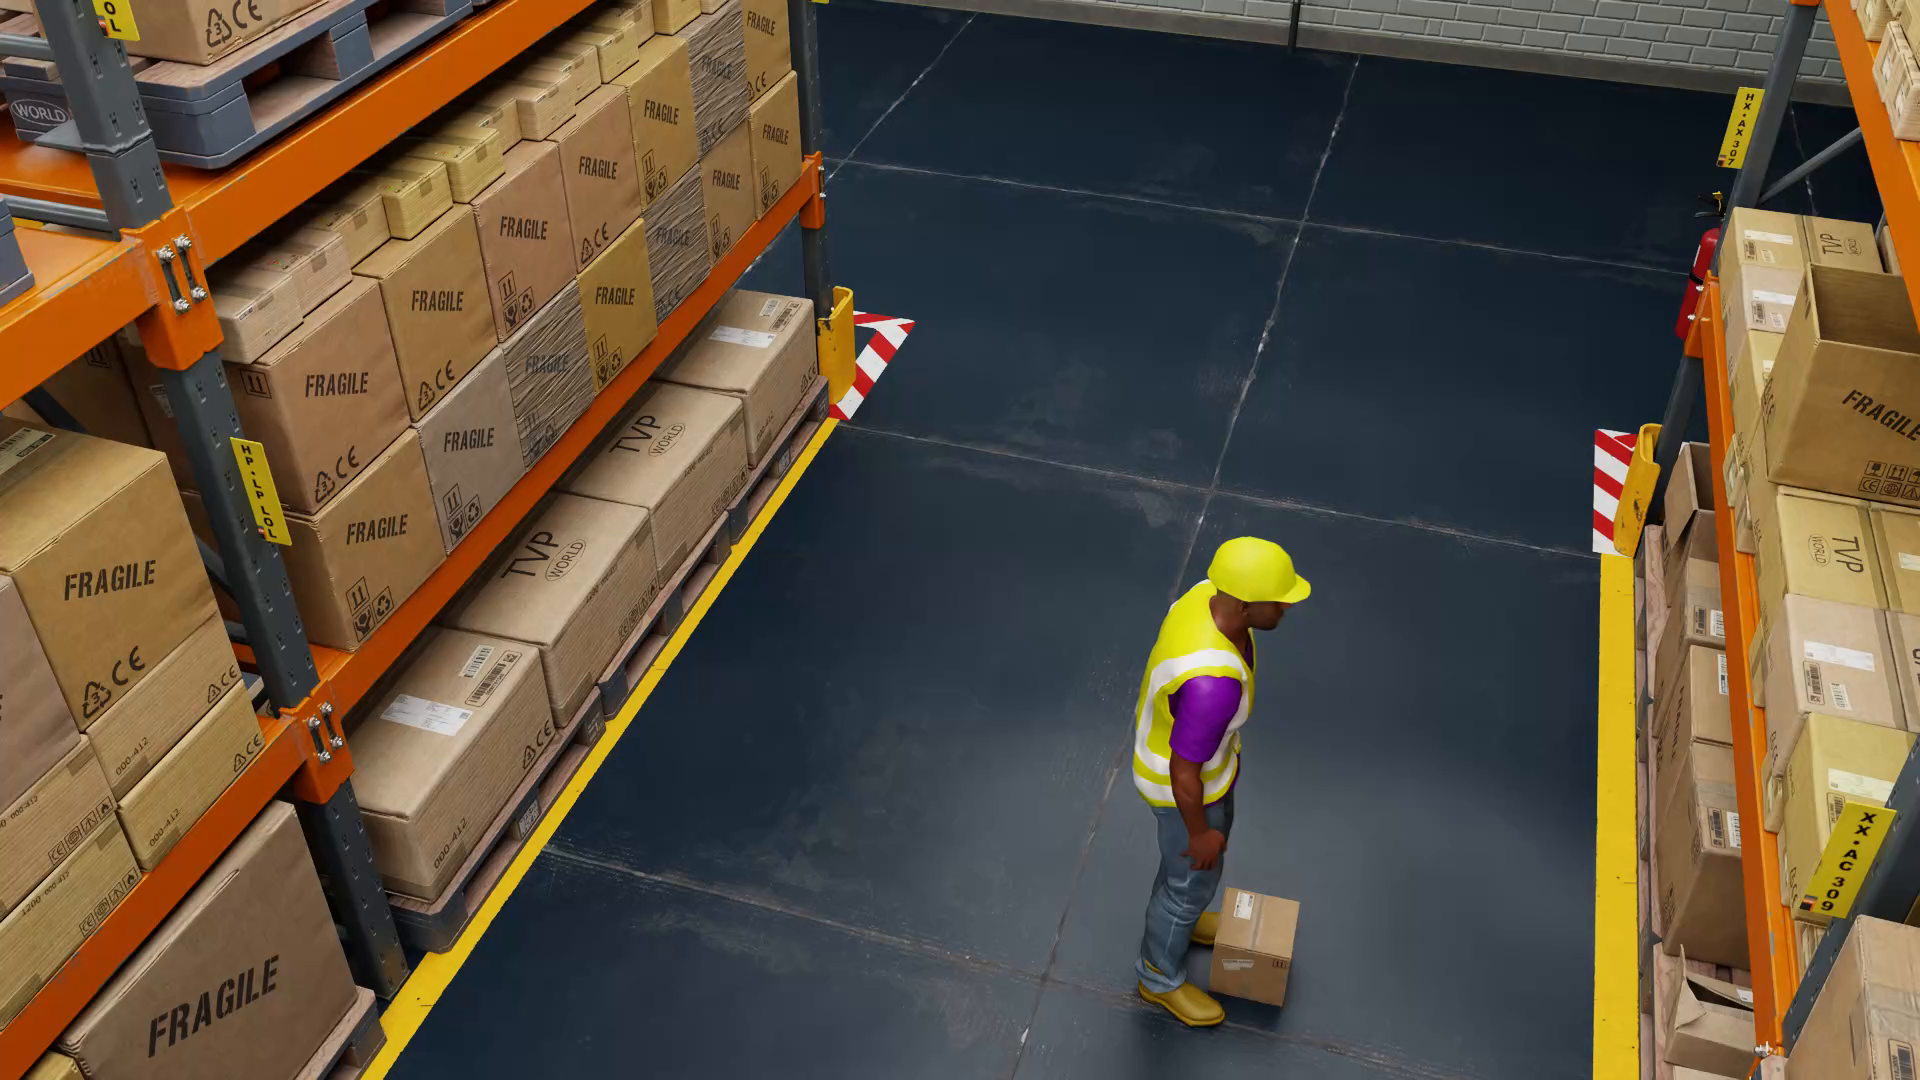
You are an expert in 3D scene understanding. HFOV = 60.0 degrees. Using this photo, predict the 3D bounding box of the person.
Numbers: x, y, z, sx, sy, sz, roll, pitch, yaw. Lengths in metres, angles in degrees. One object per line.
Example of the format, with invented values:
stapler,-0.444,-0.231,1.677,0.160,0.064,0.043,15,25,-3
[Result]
person,0.766,0.716,5.178,0.455,1.760,0.635,9,38,11
